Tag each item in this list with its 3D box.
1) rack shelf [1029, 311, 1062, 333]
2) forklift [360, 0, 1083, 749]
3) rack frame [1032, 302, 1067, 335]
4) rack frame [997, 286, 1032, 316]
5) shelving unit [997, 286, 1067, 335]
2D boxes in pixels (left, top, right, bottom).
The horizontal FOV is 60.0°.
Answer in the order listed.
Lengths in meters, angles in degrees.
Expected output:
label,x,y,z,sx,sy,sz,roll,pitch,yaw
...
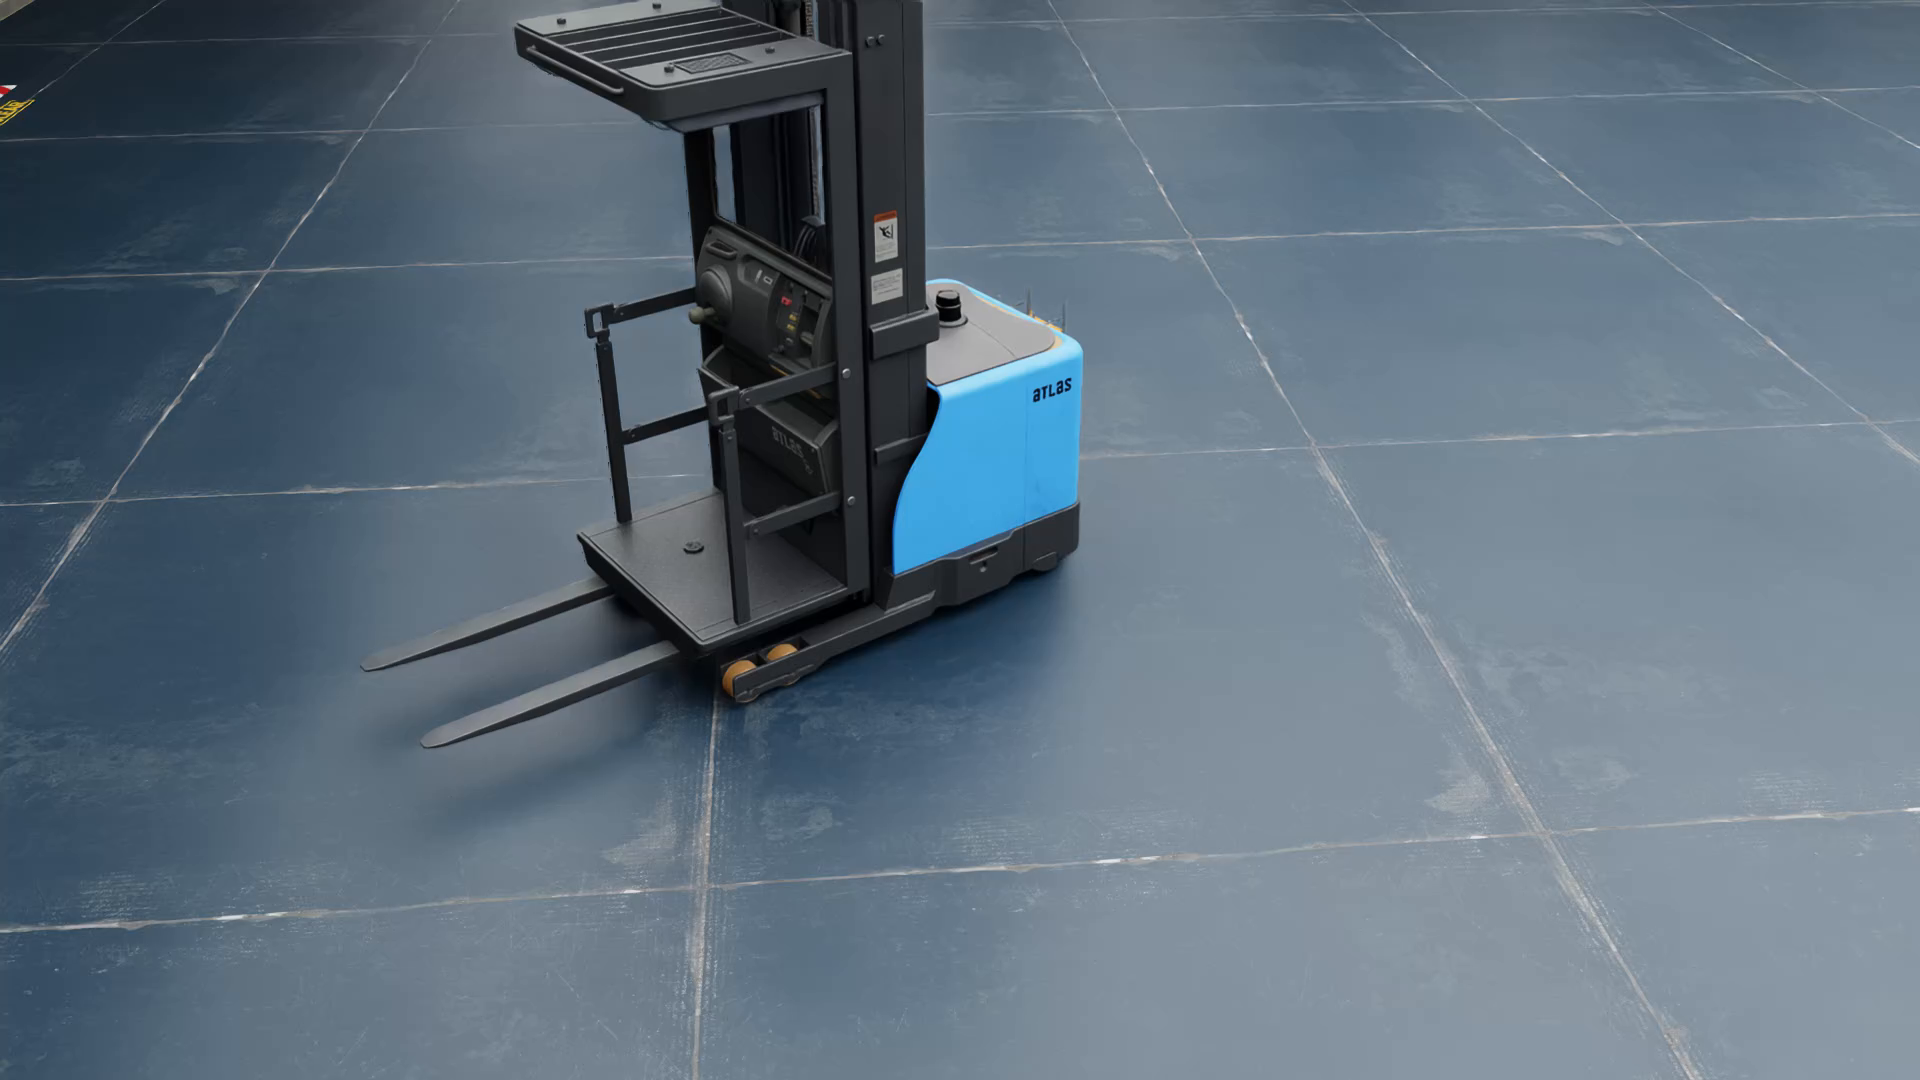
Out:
label,x,y,z,sx,sy,sz,roll,pitch,yaw
rack shelf,0.325,-0.873,7.655,0.215,0.259,0.240,-22,37,-32
forklift,-0.941,-0.914,6.422,3.031,2.935,1.130,-21,37,-31
rack frame,0.400,-0.589,7.712,0.200,1.050,0.008,-22,37,-32
rack frame,0.249,-0.688,7.877,0.200,1.050,0.008,-22,37,-32
shelving unit,0.325,-0.638,7.795,0.215,1.050,0.252,-22,37,-32
